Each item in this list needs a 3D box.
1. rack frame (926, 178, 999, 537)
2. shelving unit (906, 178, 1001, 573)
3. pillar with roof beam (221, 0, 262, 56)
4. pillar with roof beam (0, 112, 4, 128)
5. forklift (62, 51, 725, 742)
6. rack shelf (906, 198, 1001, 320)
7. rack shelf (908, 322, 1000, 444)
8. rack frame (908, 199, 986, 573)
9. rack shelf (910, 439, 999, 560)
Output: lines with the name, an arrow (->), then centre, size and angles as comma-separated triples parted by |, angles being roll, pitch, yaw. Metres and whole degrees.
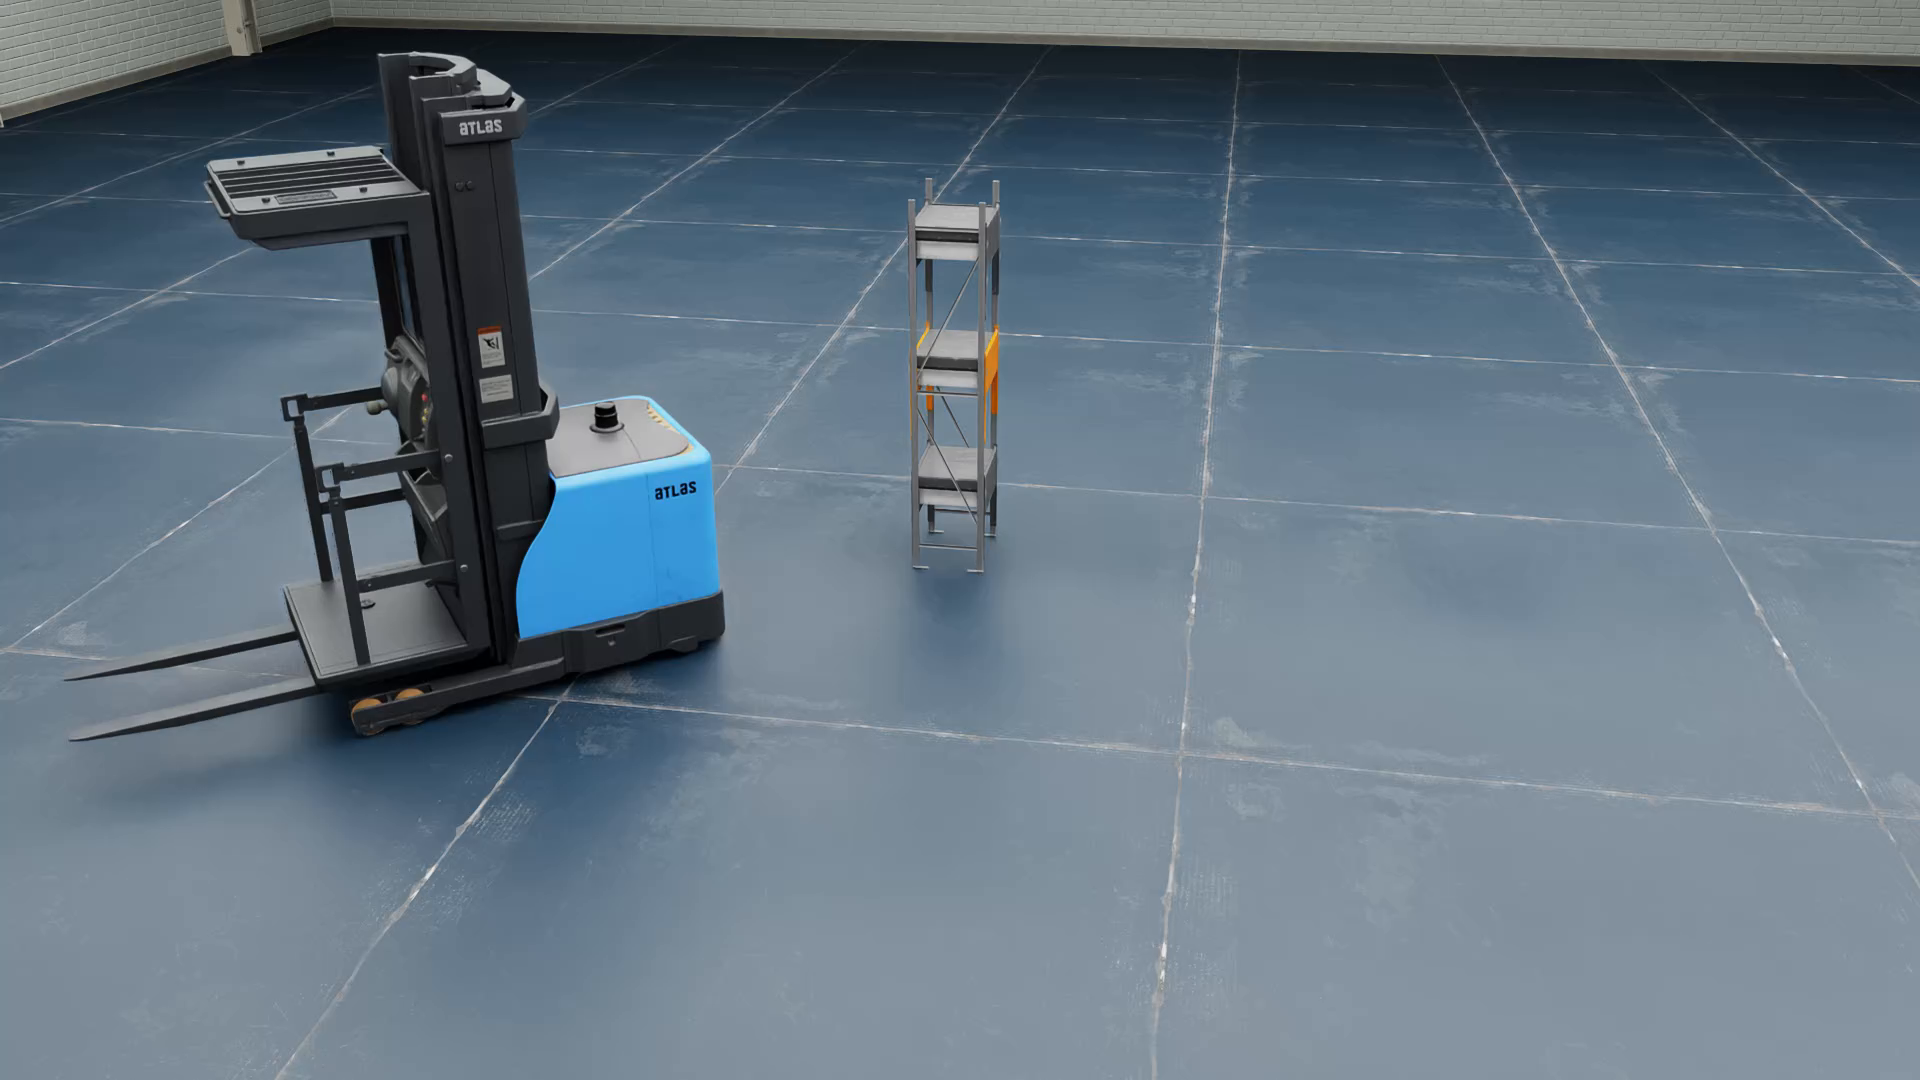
rack frame -> 0.013, -0.984, 9.375 | 0.400, 2.100, 0.015 | 4, 25, 9
shelving unit -> -0.027, -0.882, 9.157 | 0.431, 2.100, 0.503 | 4, 25, 9
pillar with roof beam -> -6.904, -11.381, 23.450 | 9.100, 9.000, 0.400 | 4, 25, 9
pillar with roof beam -> -7.884, -8.872, 18.089 | 9.100, 9.000, 0.400 | 4, 25, 9
forklift -> -2.756, -0.669, 7.722 | 3.031, 2.935, 1.130 | -13, 28, -25
rack shelf -> -0.027, -1.503, 8.866 | 0.431, 0.518, 0.480 | 4, 25, 9
rack shelf -> -0.027, -0.869, 9.163 | 0.431, 0.518, 0.480 | 4, 25, 9
rack frame -> -0.067, -0.780, 8.939 | 0.400, 2.100, 0.015 | 4, 25, 9
rack shelf -> -0.027, -0.235, 9.459 | 0.431, 0.518, 0.480 | 4, 25, 9
